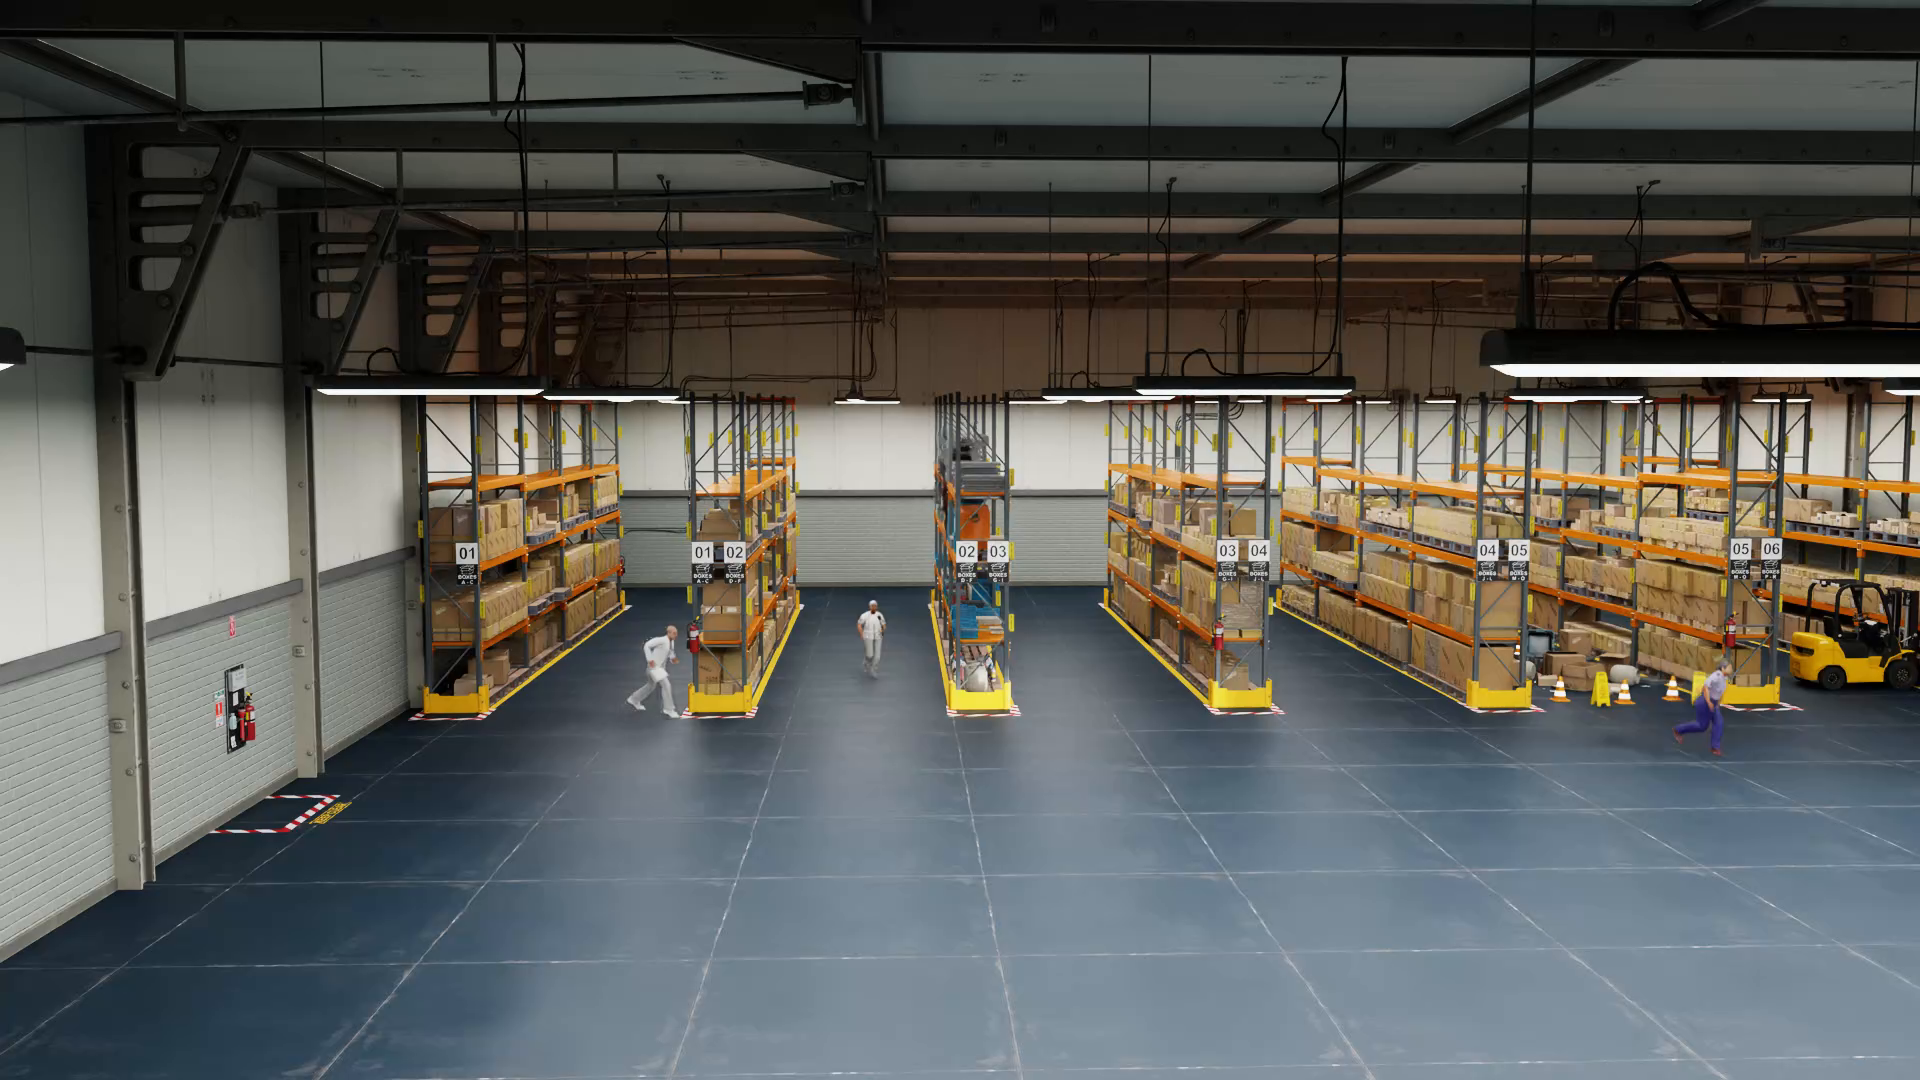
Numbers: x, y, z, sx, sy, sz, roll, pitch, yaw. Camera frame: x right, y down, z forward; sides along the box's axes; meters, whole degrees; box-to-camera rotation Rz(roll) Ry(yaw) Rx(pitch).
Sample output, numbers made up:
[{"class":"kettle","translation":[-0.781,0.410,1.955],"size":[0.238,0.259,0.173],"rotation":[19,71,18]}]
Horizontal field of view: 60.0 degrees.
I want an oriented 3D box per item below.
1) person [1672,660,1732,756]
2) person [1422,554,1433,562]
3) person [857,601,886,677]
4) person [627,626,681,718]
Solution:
[{"class":"person","translation":[12.291,2.758,27.543],"size":[0.896,1.610,0.615],"rotation":[3,6,34]},{"class":"person","translation":[13.776,0.953,49.152],"size":[0.634,1.696,0.587],"rotation":[0,5,-3]},{"class":"person","translation":[-1.839,2.097,35.194],"size":[0.601,1.628,0.539],"rotation":[-1,5,-15]},{"class":"person","translation":[-5.678,2.439,30.733],"size":[1.081,1.742,0.753],"rotation":[2,5,19]}]
